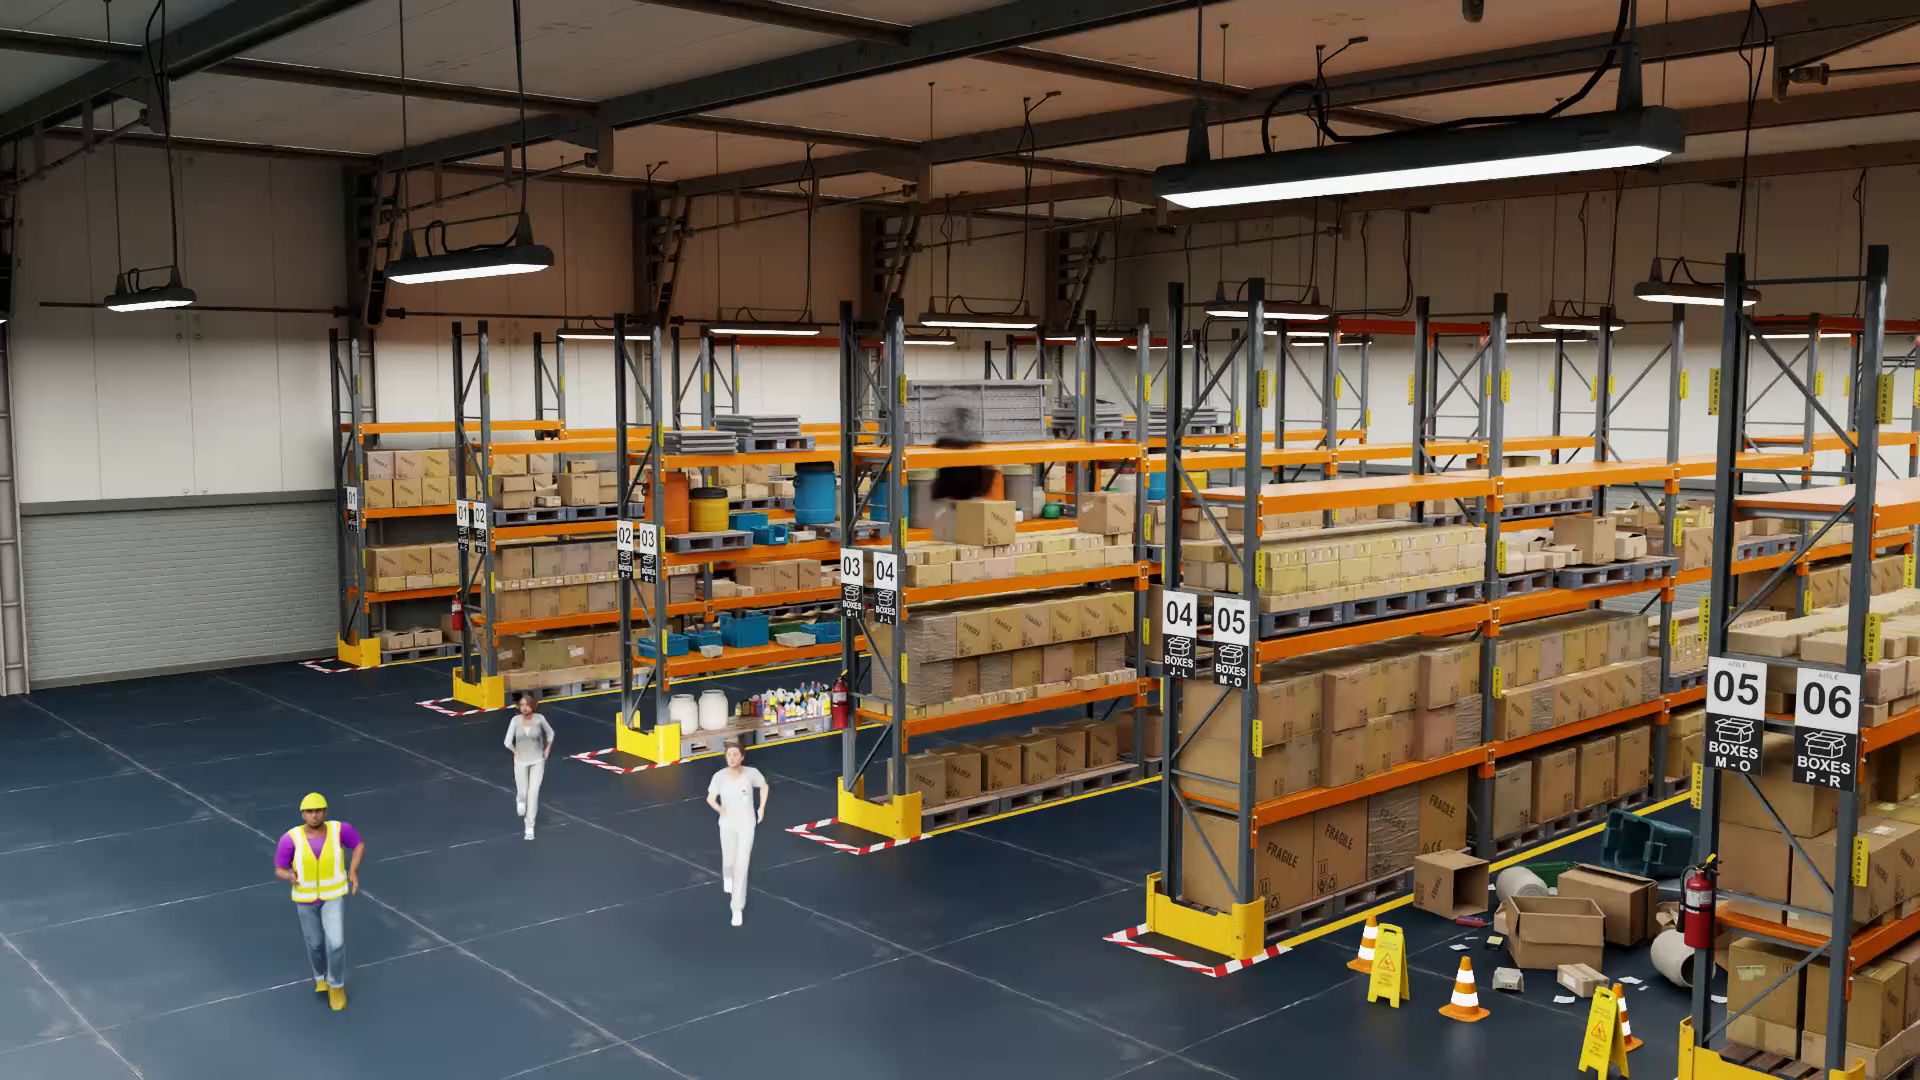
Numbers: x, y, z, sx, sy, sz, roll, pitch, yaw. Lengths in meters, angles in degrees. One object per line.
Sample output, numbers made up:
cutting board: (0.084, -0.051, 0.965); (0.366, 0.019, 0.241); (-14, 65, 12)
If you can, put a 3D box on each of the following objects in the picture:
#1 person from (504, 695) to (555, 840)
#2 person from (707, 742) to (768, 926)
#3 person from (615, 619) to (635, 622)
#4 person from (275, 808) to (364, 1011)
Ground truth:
person: (-4.871, 2.531, 18.851); (0.547, 1.591, 0.775); (-1, 6, -11)
person: (-2.139, 2.758, 16.030); (0.577, 1.675, 0.950); (0, 6, -2)
person: (-5.998, 1.380, 29.709); (0.638, 1.688, 0.733); (5, 8, 41)
person: (-5.236, 3.021, 13.613); (0.671, 1.677, 0.738); (-2, 6, -16)
